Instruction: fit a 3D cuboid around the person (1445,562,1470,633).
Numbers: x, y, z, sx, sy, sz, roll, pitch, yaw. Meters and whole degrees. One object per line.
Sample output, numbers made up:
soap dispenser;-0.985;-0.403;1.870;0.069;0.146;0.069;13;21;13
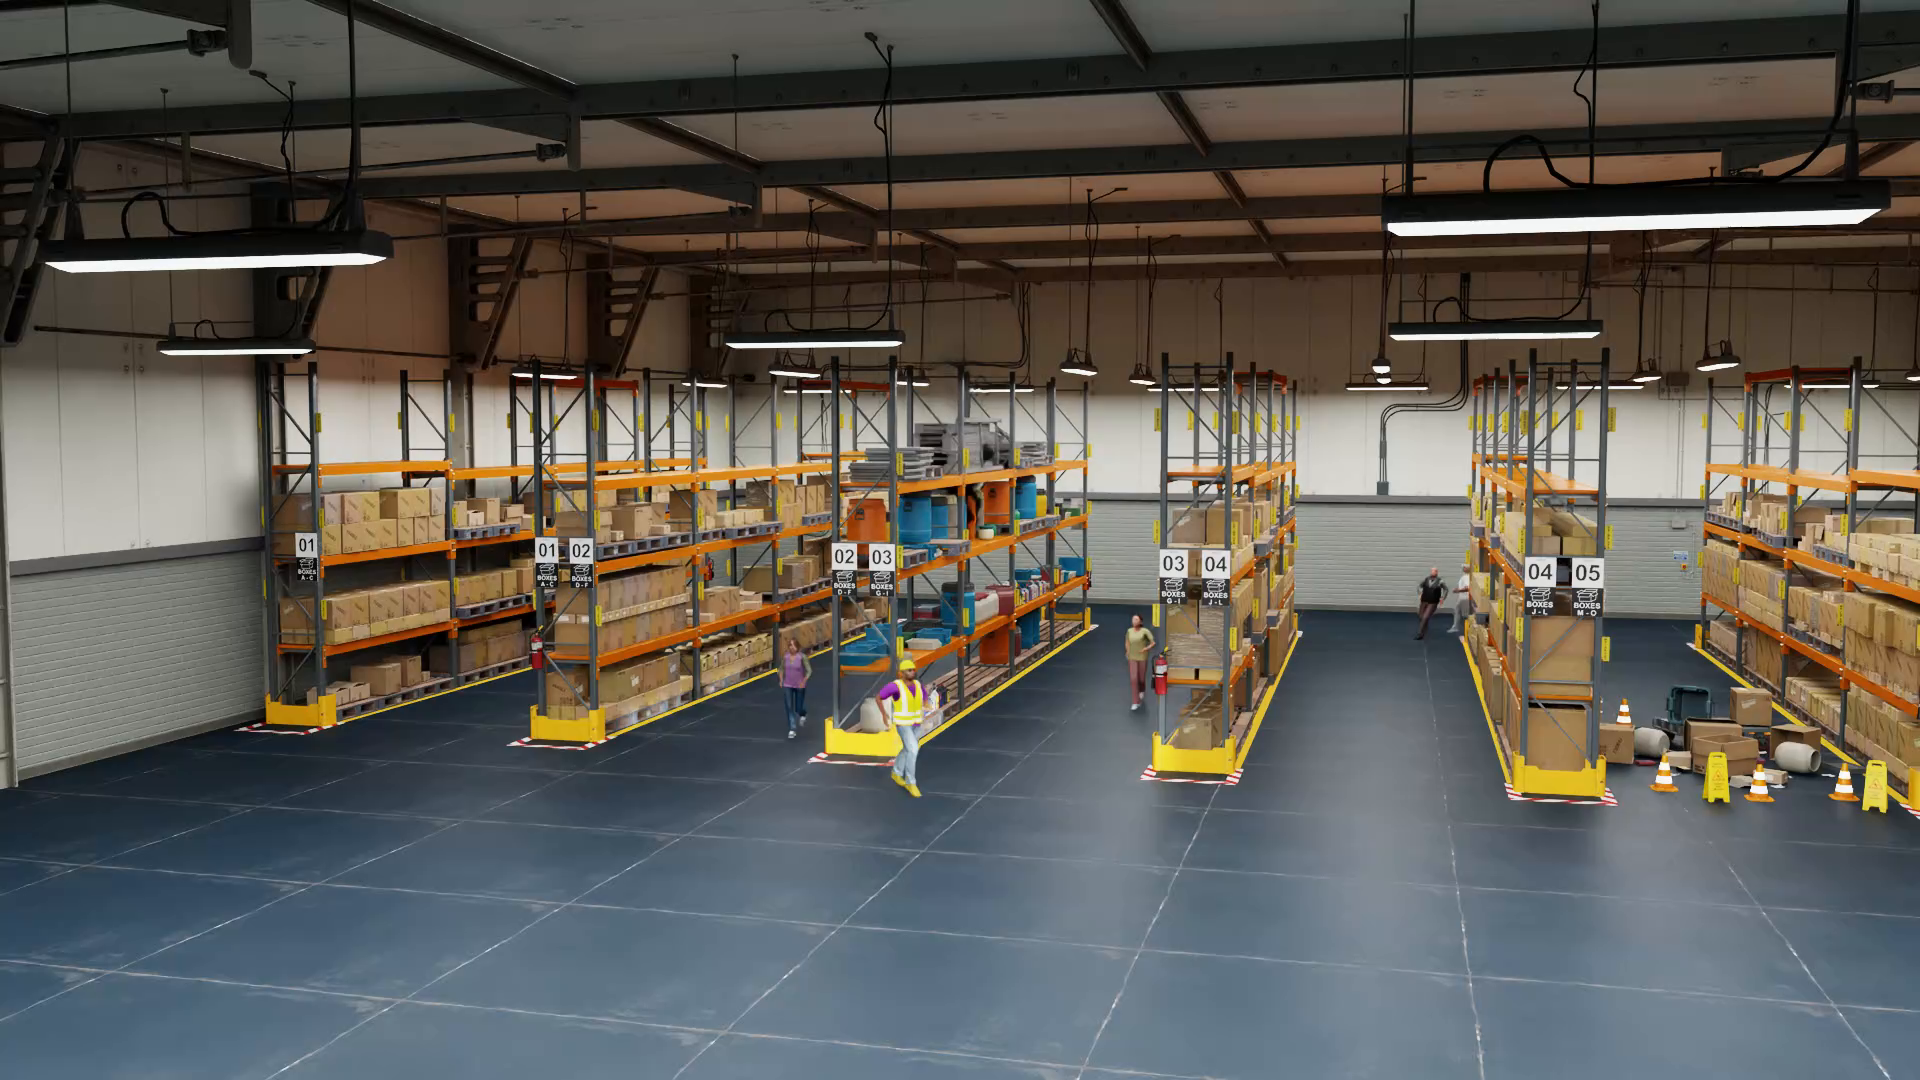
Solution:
person;11.914;1.363;39.221;0.898;1.747;0.739;2;4;21

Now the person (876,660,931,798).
person;-0.719;2.525;22.535;0.679;1.818;0.786;-4;6;-45

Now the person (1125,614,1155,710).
person;3.153;2.123;29.297;0.572;1.666;0.791;1;4;19

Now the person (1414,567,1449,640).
person;10.890;1.457;38.441;0.715;1.676;0.889;3;5;35

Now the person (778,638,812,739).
person;-2.641;2.349;26.624;0.566;1.575;0.718;1;4;8
